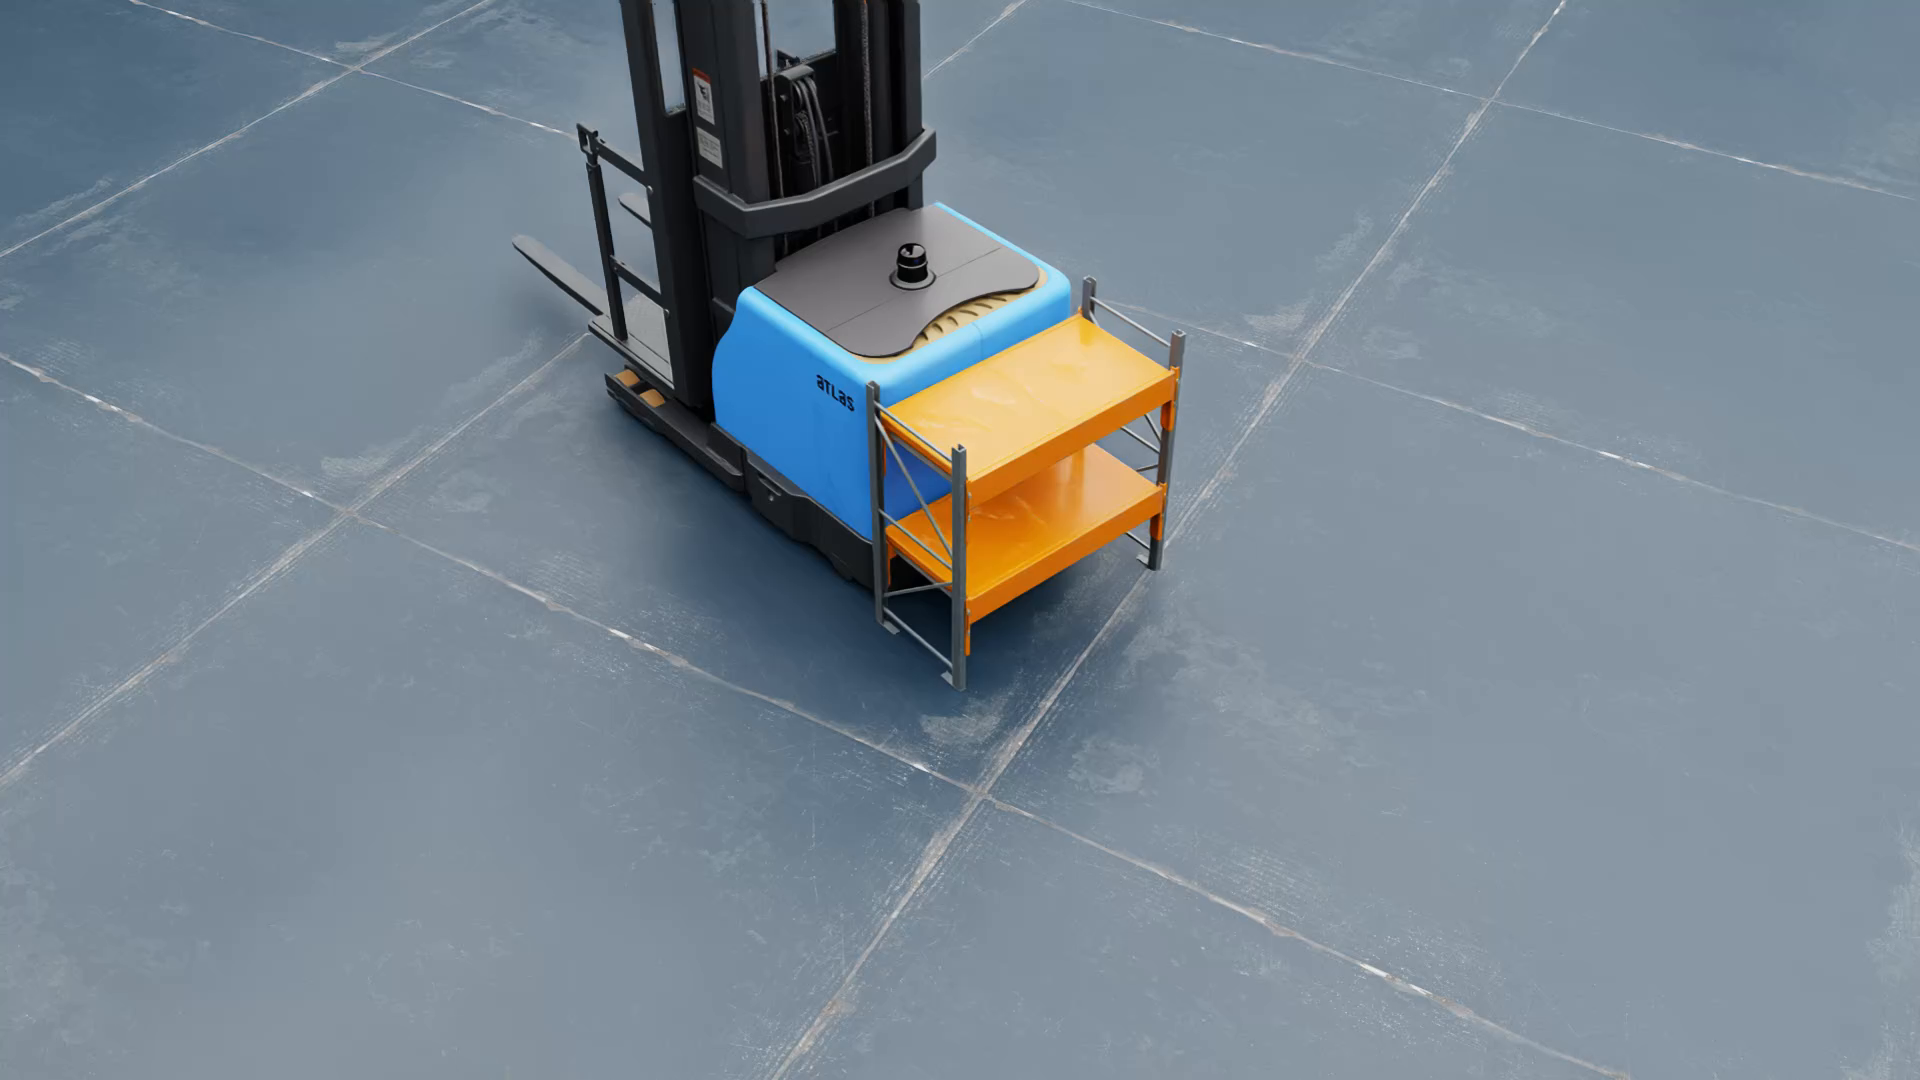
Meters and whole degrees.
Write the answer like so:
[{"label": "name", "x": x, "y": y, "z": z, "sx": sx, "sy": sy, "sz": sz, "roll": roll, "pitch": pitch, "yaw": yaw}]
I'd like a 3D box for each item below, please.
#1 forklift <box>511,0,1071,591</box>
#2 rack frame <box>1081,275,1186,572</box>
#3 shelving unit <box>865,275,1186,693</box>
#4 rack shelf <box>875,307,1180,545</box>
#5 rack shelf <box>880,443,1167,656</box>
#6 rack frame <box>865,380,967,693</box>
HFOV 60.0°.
[{"label": "forklift", "x": -0.921, "y": -1.794, "z": 6.570, "sx": 1.130, "sy": 2.935, "sz": 3.031, "roll": -31, "pitch": 50, "yaw": -30}, {"label": "rack frame", "x": 0.627, "y": -0.427, "z": 6.383, "sx": 0.032, "sy": 1.125, "sz": 0.500, "roll": -29, "pitch": 49, "yaw": -29}, {"label": "shelving unit", "x": 0.238, "y": -0.210, "z": 6.137, "sx": 1.048, "sy": 1.125, "sz": 0.538, "roll": -29, "pitch": 49, "yaw": -29}, {"label": "rack shelf", "x": 0.238, "y": -0.429, "z": 5.944, "sx": 1.000, "sy": 0.278, "sz": 0.538, "roll": -29, "pitch": 49, "yaw": -29}, {"label": "rack shelf", "x": 0.238, "y": -0.026, "z": 6.299, "sx": 1.000, "sy": 0.278, "sz": 0.538, "roll": -29, "pitch": 49, "yaw": -29}, {"label": "rack frame", "x": -0.150, "y": 0.007, "z": 5.891, "sx": 0.032, "sy": 1.125, "sz": 0.500, "roll": -29, "pitch": 49, "yaw": -29}]
